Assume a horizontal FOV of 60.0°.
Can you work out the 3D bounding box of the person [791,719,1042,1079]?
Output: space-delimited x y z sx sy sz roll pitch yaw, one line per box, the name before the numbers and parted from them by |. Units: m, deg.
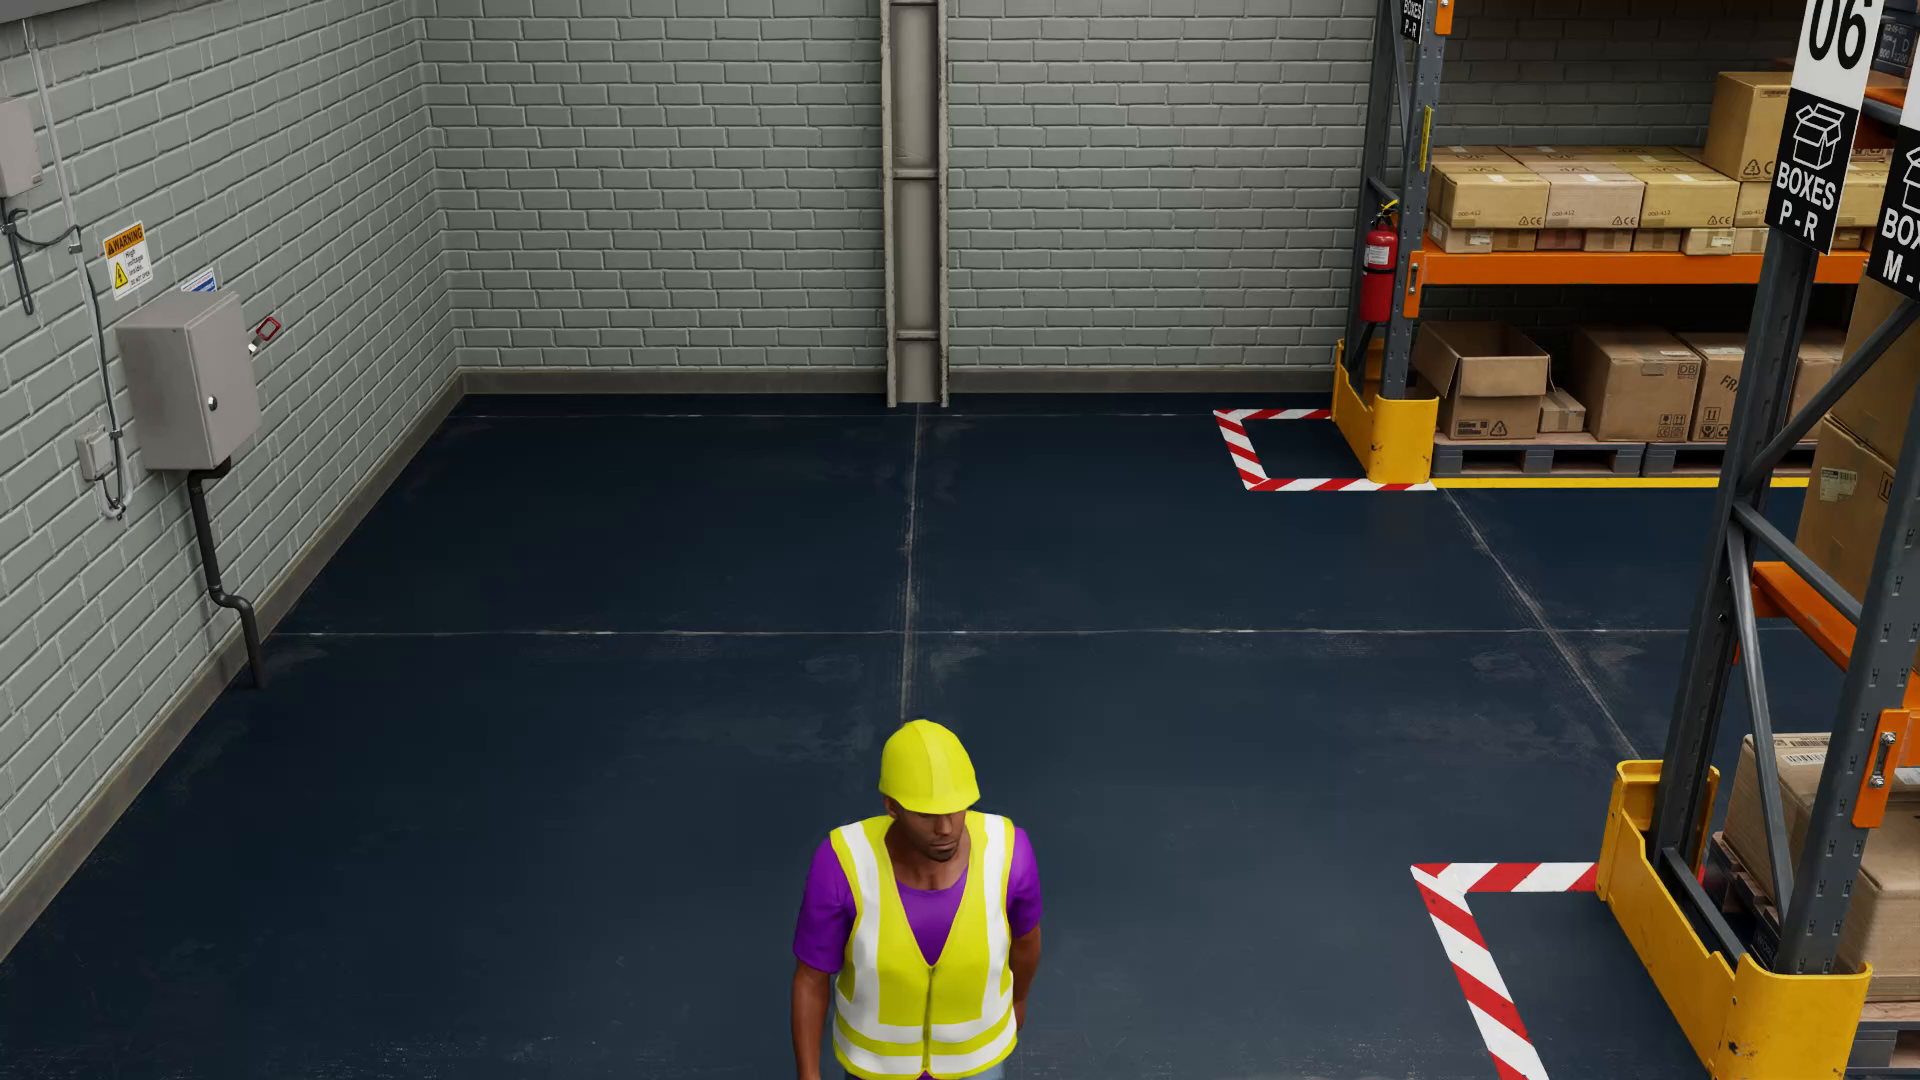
person | -0.095 1.182 3.926 0.590 1.720 1.048 -1 24 -3
